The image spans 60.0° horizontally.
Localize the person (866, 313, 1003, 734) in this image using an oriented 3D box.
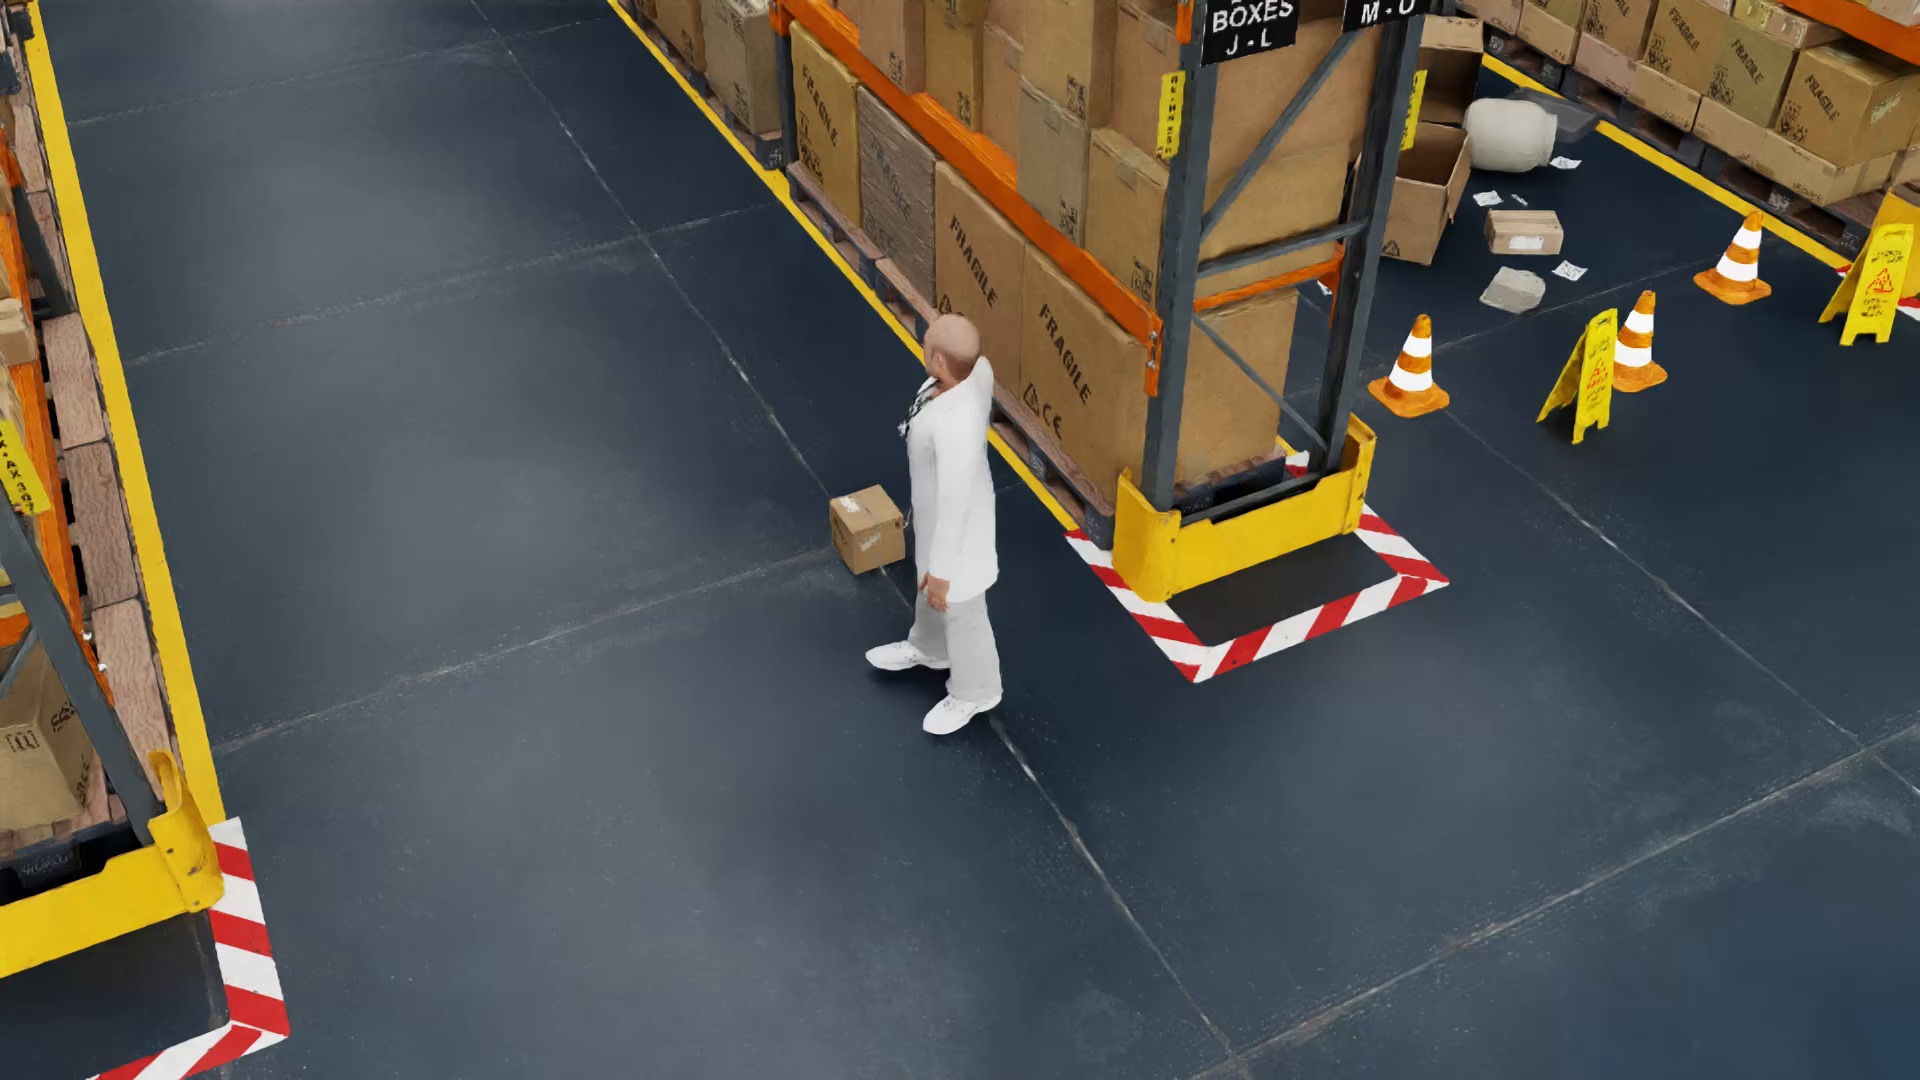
[{"bbox_3d":[-0.108,-0.065,6.204,0.566,1.783,0.686,1,41,2],"label":"person"}]
